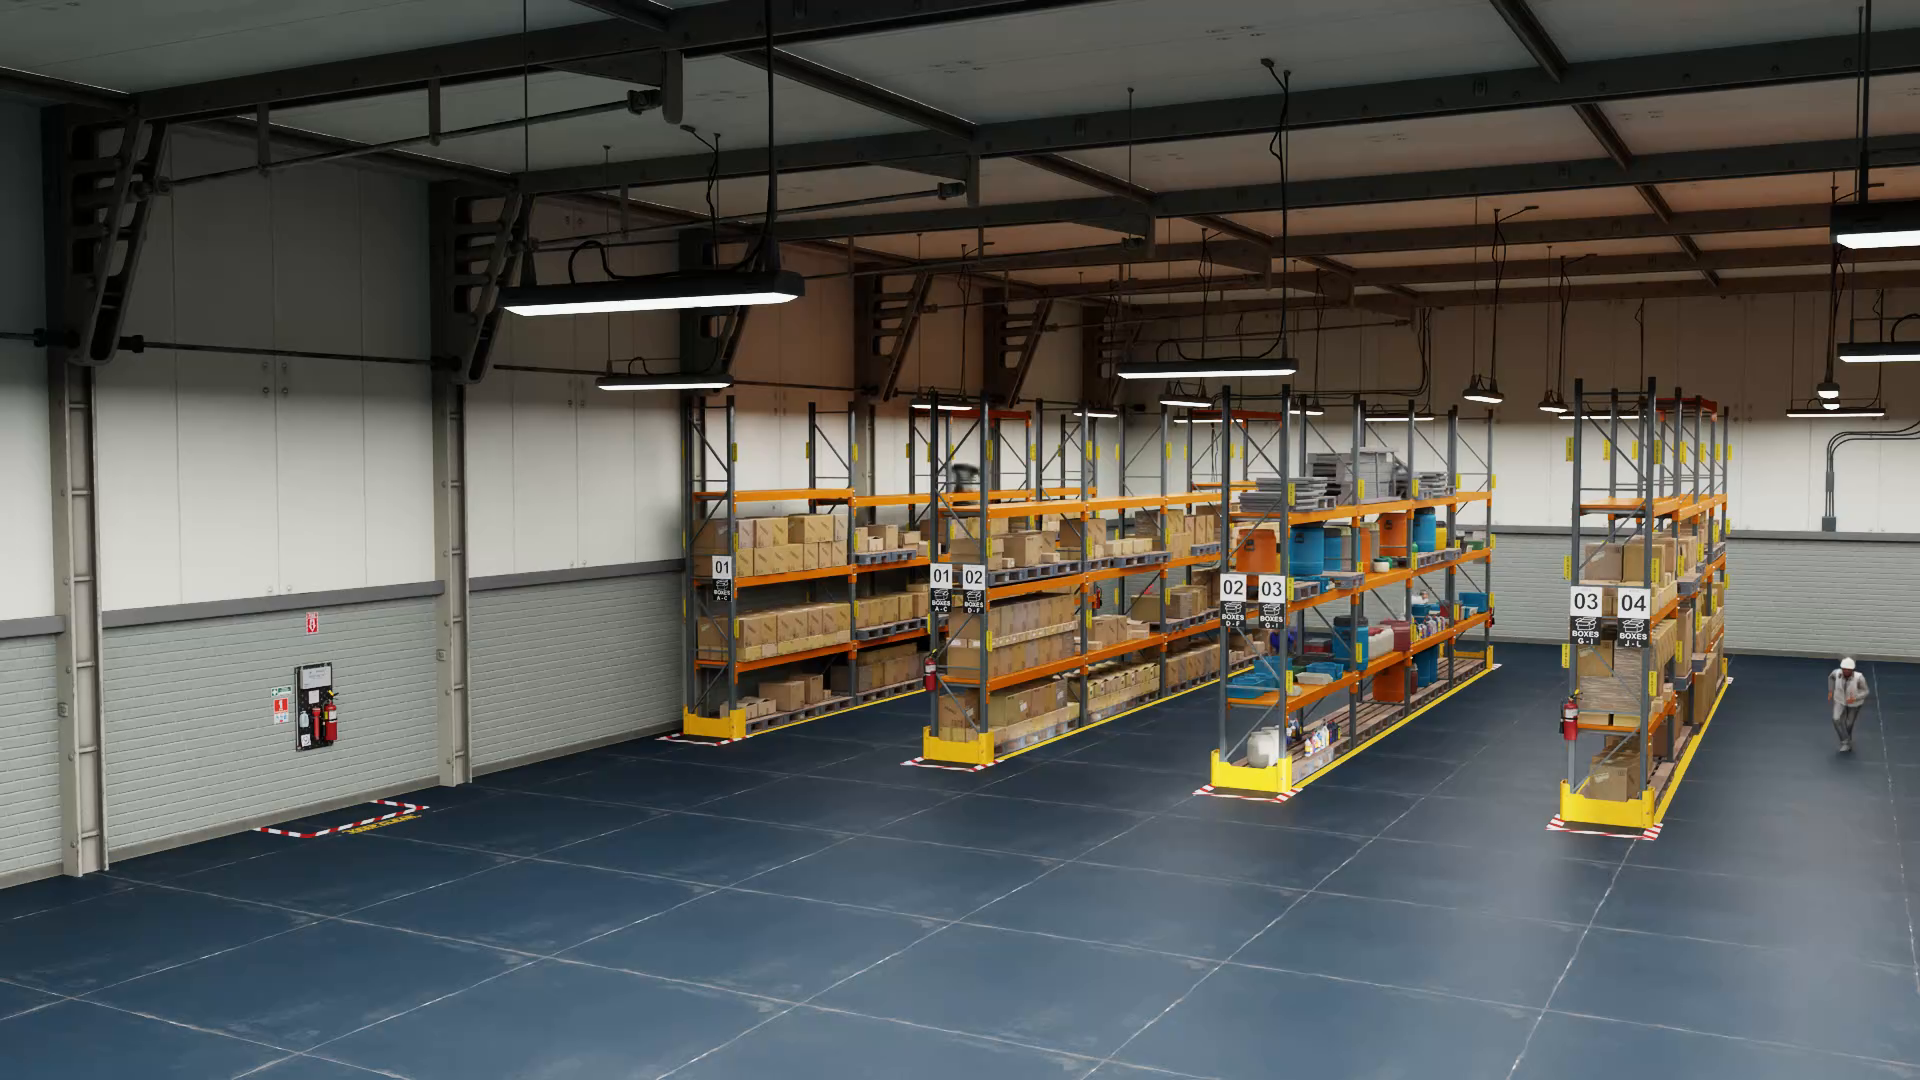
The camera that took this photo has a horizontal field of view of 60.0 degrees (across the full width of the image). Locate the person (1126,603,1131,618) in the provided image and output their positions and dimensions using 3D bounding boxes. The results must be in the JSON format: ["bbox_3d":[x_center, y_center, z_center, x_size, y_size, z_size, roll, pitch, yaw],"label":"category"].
[{"bbox_3d":[4.257,2.168,39.640,0.685,1.490,0.958,1,3,11],"label":"person"}]

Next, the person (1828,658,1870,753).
[{"bbox_3d":[14.962,2.739,27.980,0.642,1.604,1.127,2,4,34],"label":"person"}]

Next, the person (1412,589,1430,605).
[{"bbox_3d":[11.734,1.995,43.038,0.610,1.507,1.004,-2,4,-31],"label":"person"}]

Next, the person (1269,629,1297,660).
[{"bbox_3d":[6.733,2.446,34.595,0.584,1.483,0.809,2,4,33],"label":"person"}]
